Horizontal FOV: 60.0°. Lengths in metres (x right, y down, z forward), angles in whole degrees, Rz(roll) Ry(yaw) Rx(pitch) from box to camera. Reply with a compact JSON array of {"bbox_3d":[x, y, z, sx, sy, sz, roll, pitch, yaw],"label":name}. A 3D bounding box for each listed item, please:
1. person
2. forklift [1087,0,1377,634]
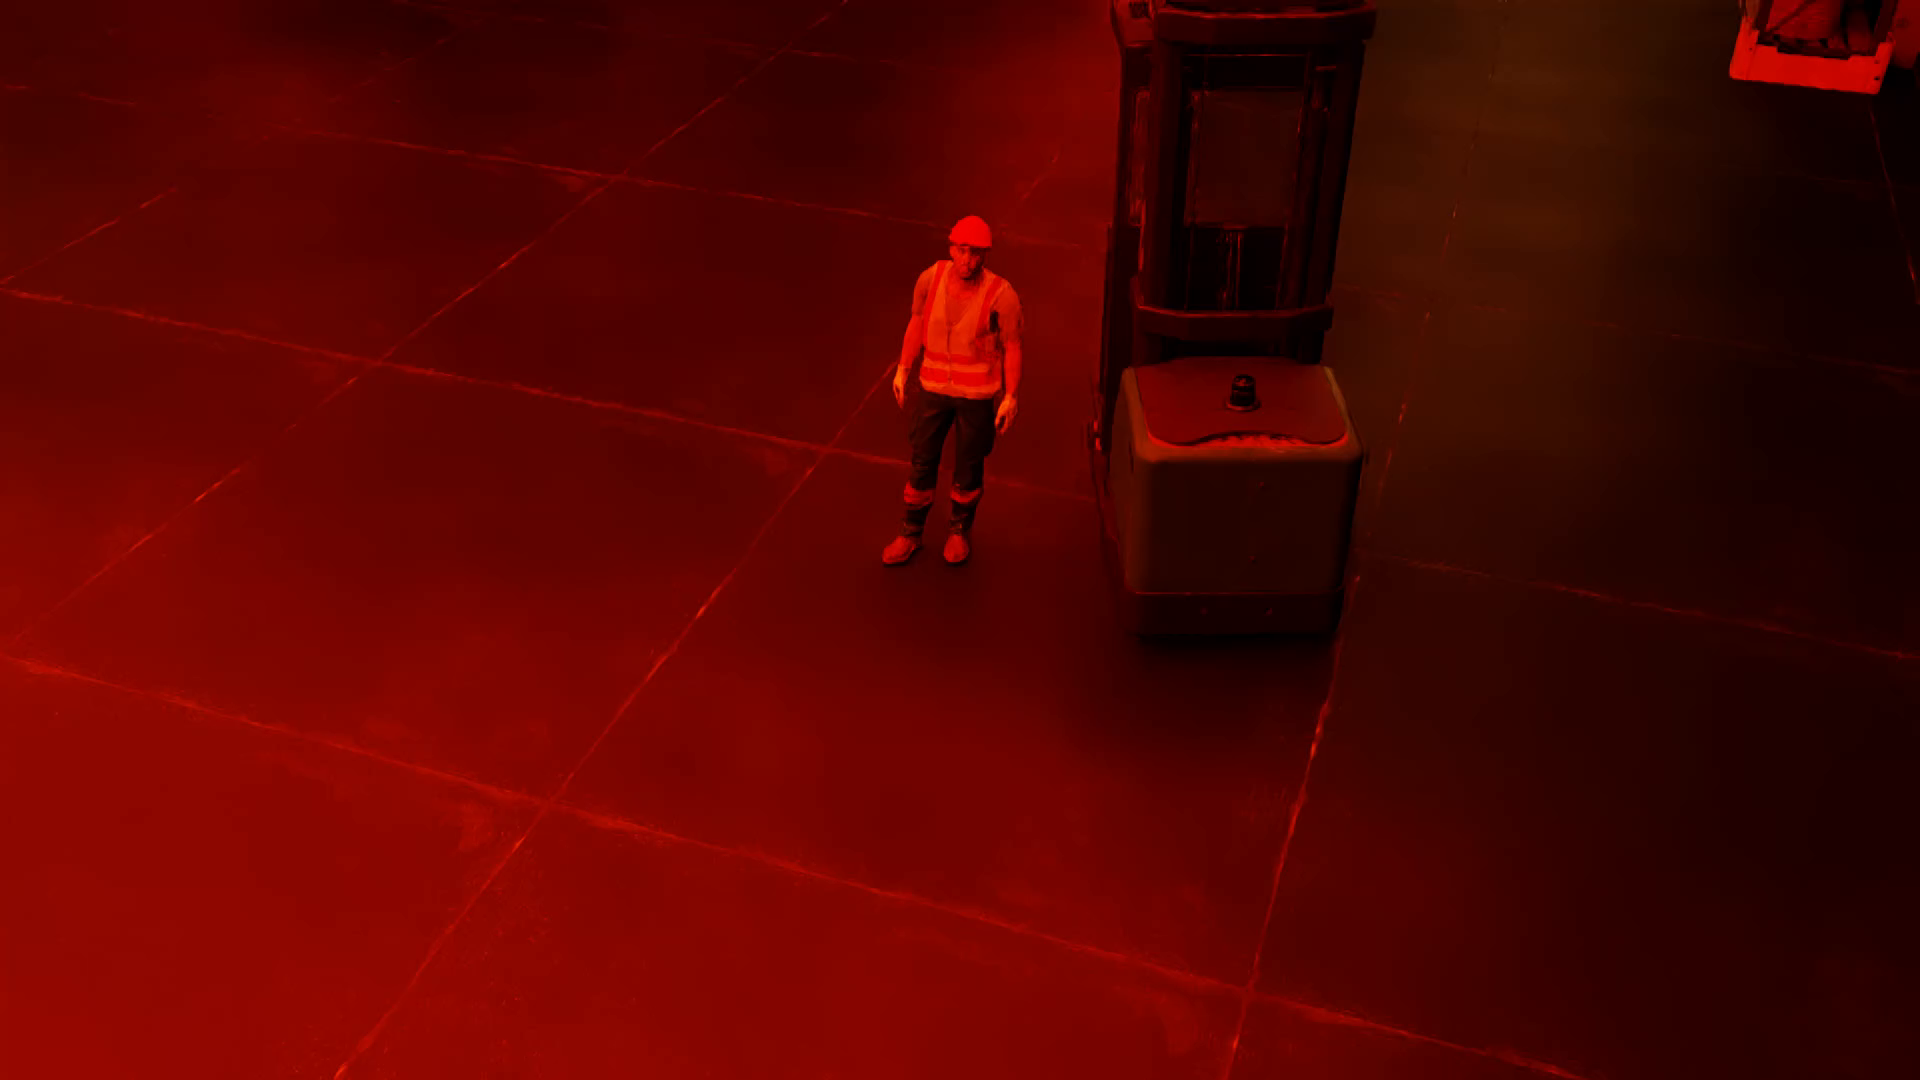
[{"bbox_3d":[-0.037,-0.694,8.065,0.637,1.787,0.563,12,37,16],"label":"person"},{"bbox_3d":[1.281,-1.569,8.323,1.130,2.935,3.031,0,35,0],"label":"forklift"}]
